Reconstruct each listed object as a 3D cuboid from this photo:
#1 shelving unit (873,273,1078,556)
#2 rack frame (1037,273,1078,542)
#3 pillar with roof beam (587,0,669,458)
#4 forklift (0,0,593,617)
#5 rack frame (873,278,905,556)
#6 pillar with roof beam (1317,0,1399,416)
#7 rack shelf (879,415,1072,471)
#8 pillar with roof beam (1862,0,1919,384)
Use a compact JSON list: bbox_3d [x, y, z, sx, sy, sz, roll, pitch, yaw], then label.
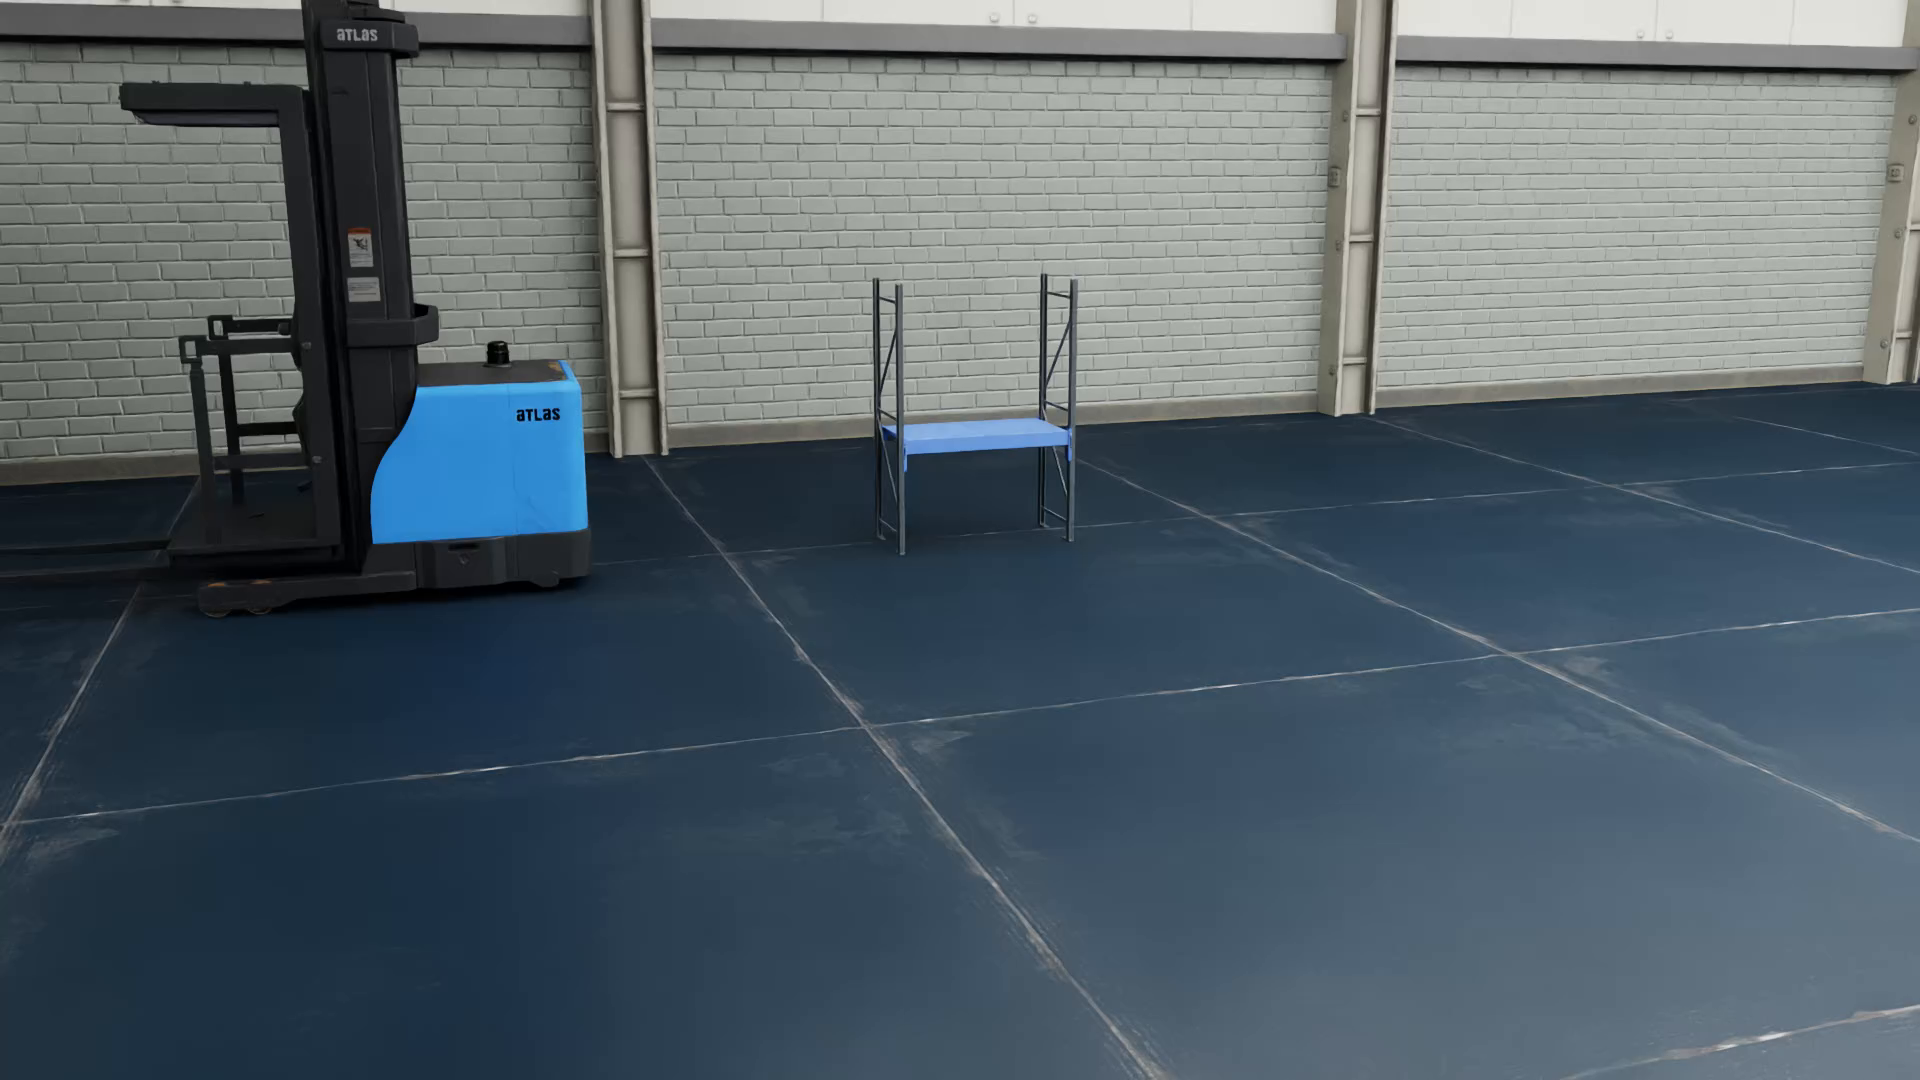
[{"bbox_3d":[0.081,-0.736,9.496,1.048,1.500,0.538,-4,14,-18],"label":"shelving unit"},{"bbox_3d":[0.563,-0.773,9.653,0.032,1.500,0.500,-4,14,-18],"label":"rack frame"},{"bbox_3d":[-1.015,-4.082,7.358,0.400,9.000,9.100,-4,14,-18],"label":"pillar with roof beam"},{"bbox_3d":[-3.480,-1.187,8.298,3.031,2.935,1.130,-4,14,-16],"label":"forklift"},{"bbox_3d":[-0.401,-0.698,9.338,0.032,1.500,0.500,-4,14,-18],"label":"rack frame"},{"bbox_3d":[4.671,-4.525,9.220,0.400,9.000,9.100,-4,14,-18],"label":"pillar with roof beam"},{"bbox_3d":[0.081,-0.561,9.537,1.000,0.185,0.538,-4,14,-18],"label":"rack shelf"},{"bbox_3d":[10.358,-4.968,11.081,0.400,9.000,9.100,-4,14,-18],"label":"pillar with roof beam"}]
